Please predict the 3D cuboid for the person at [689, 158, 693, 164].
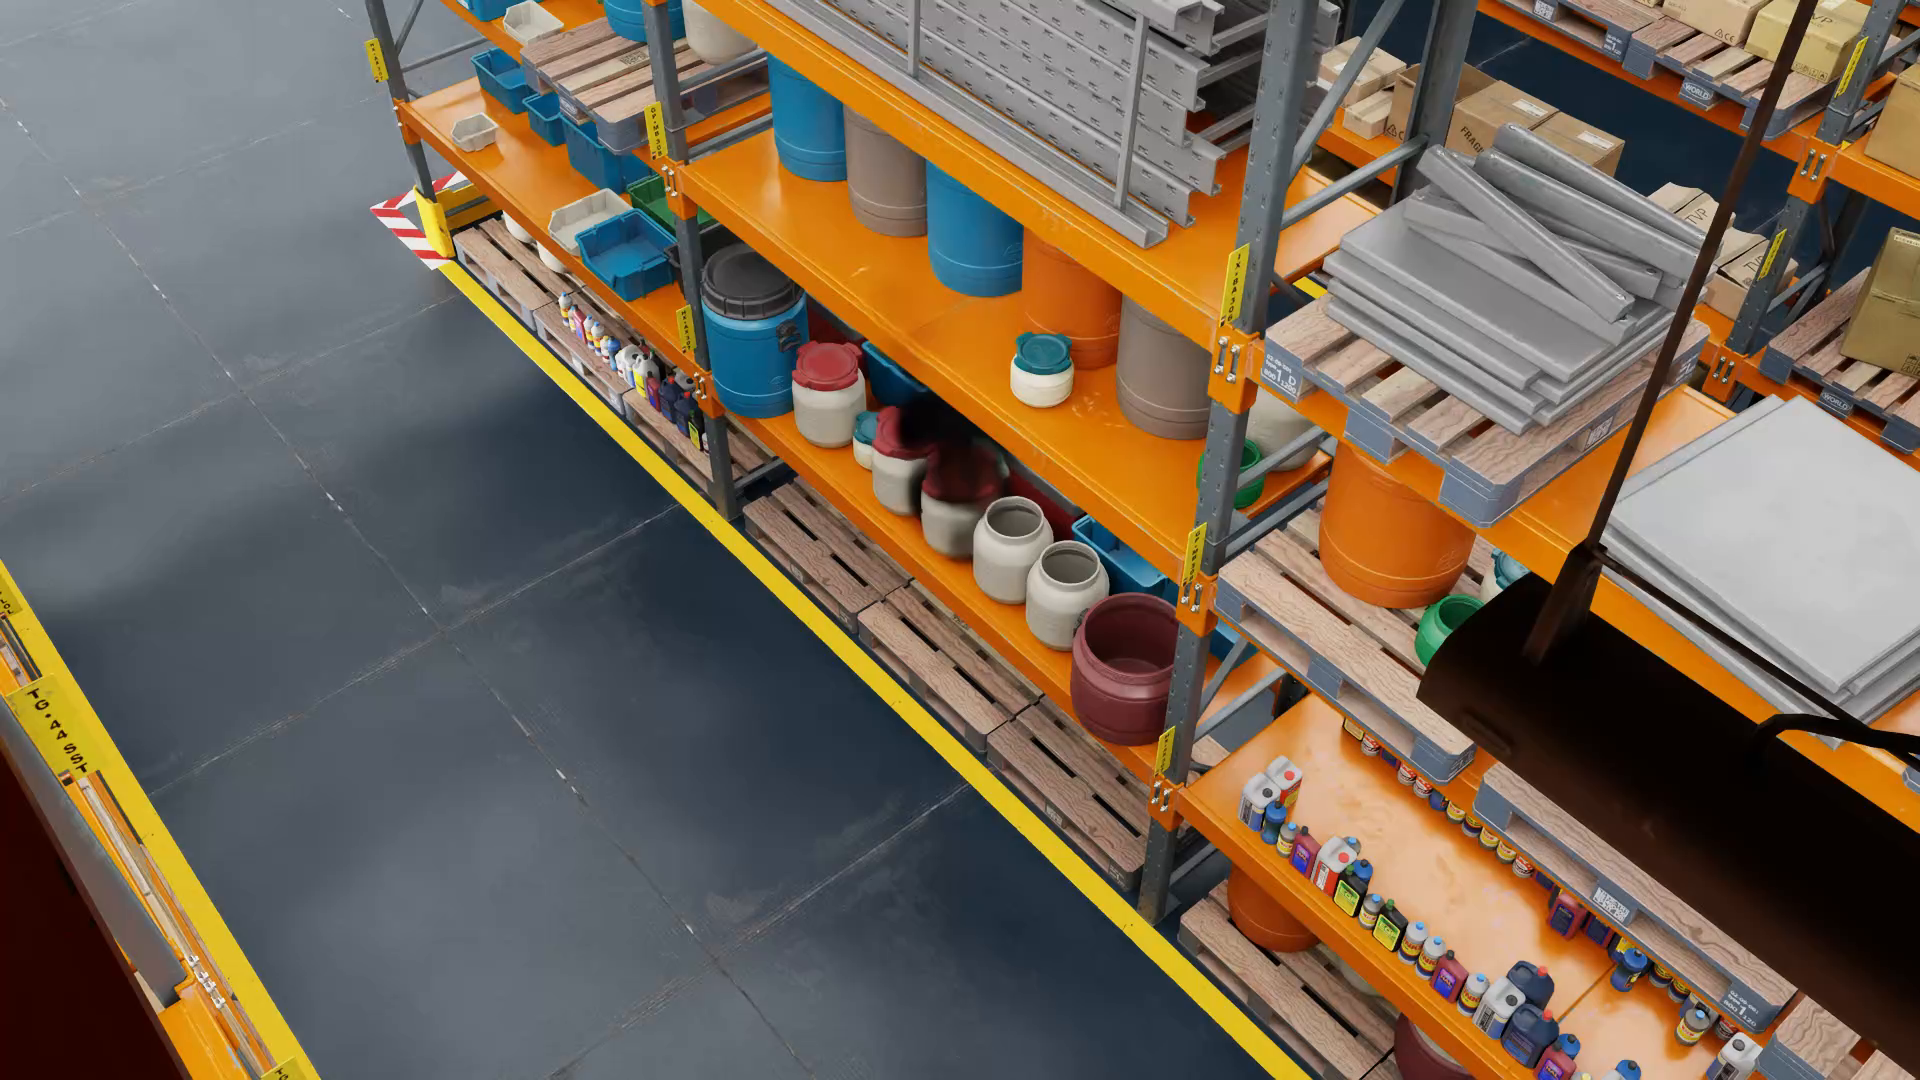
[{"bbox_3d":[-2.565,-3.627,13.249,0.911,1.838,0.720,28,53,24],"label":"person"}]
